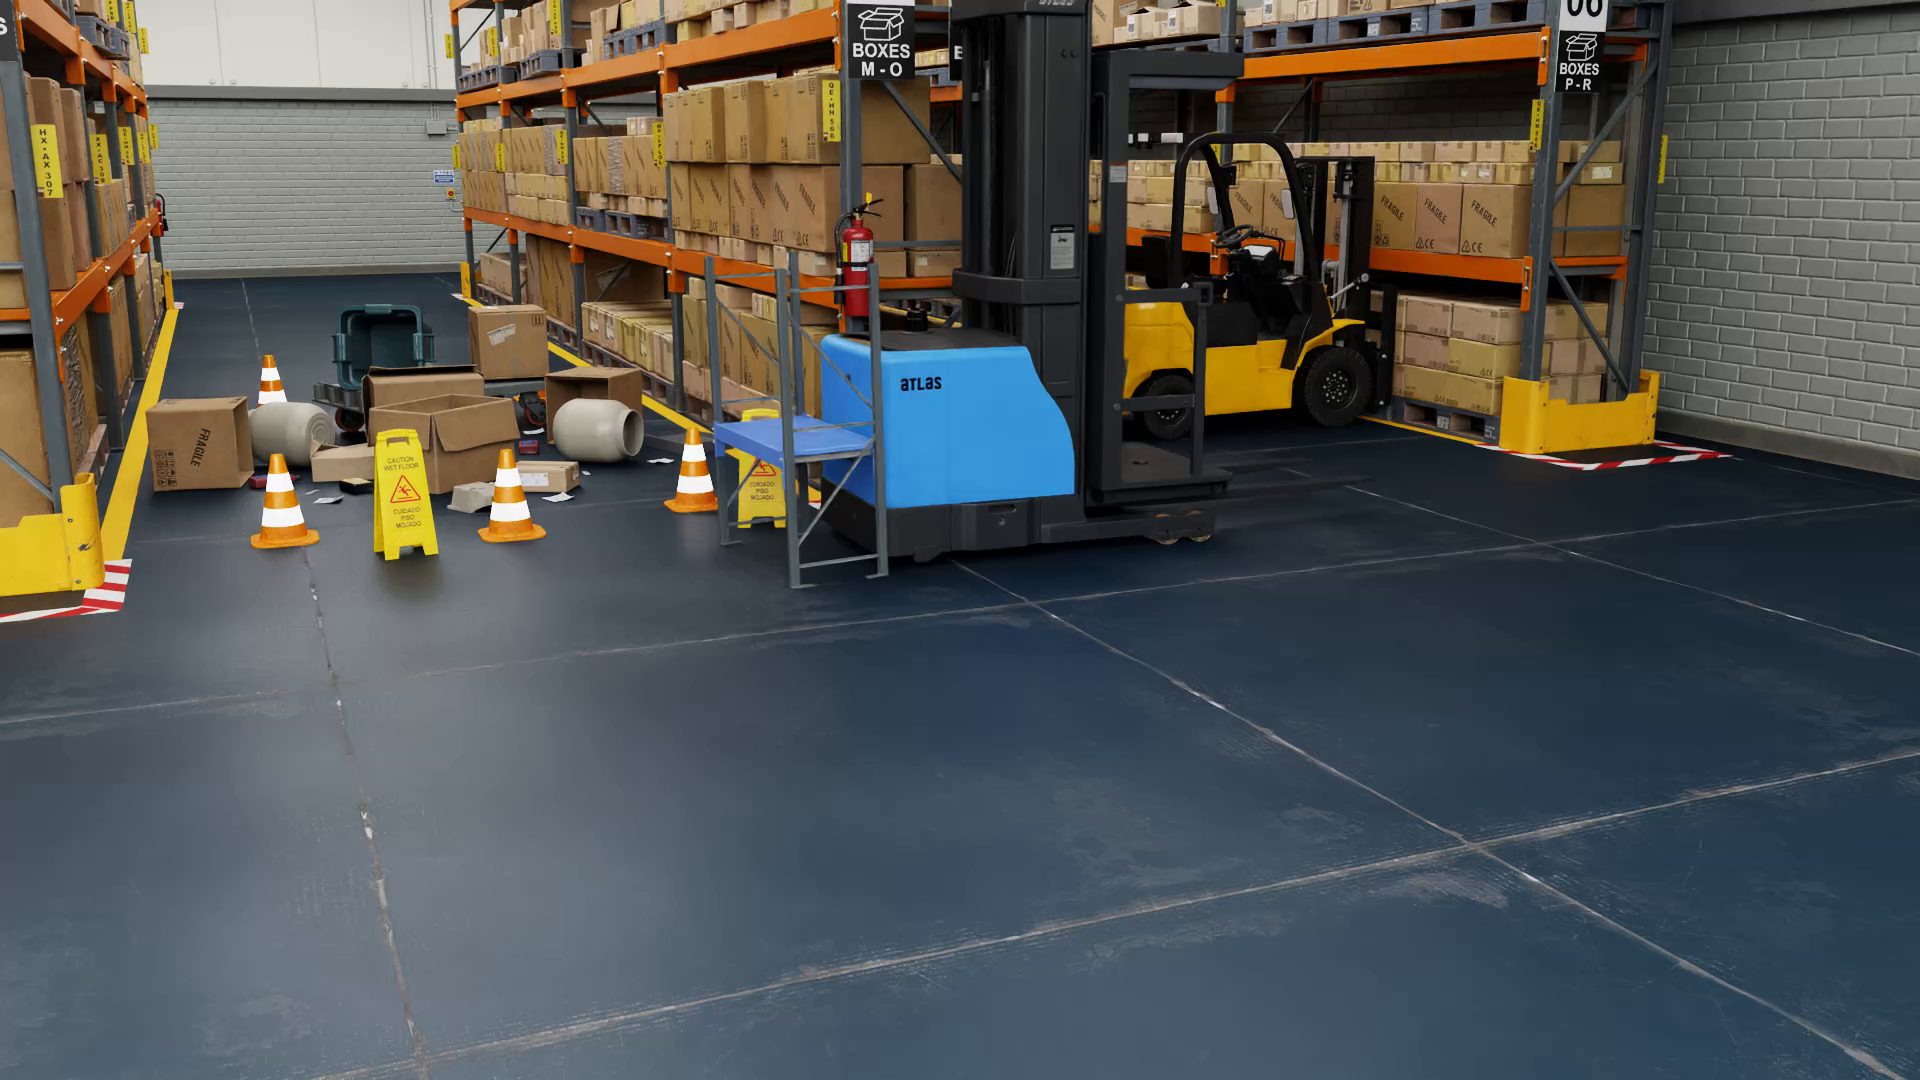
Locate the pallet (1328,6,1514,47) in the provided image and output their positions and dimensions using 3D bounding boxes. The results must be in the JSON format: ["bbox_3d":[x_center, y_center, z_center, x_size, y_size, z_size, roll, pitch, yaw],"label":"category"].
[{"bbox_3d":[3.605,-3.958,12.862,1.003,0.211,1.213,-6,14,-23],"label":"pallet"}]

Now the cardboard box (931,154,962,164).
[{"bbox_3d":[0.061,-4.482,20.430,0.700,0.500,0.500,-6,14,-23],"label":"cardboard box"}]

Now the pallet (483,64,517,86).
[{"bbox_3d":[-5.315,-5.757,20.636,1.003,0.211,1.213,-6,14,-23],"label":"pallet"}]

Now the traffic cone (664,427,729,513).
[{"bbox_3d":[-1.544,-0.426,9.684,0.336,0.463,0.334,-6,14,-23],"label":"traffic cone"}]

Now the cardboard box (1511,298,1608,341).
[{"bbox_3d":[4.338,-1.607,12.111,0.500,0.250,0.500,-6,14,-24],"label":"cardboard box"}]

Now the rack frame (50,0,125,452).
[{"bbox_3d":[-6.287,-2.048,11.066,1.000,3.000,0.127,-6,14,-23],"label":"rack frame"}]

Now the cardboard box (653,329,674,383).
[{"bbox_3d":[-2.004,-1.549,13.805,0.950,0.372,0.625,-5,14,-22],"label":"cardboard box"}]

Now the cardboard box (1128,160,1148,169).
[{"bbox_3d":[1.698,-3.689,16.498,0.380,0.149,0.250,-6,14,-24],"label":"cardboard box"}]

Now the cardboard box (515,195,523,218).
[{"bbox_3d":[-4.853,-3.874,19.289,0.500,0.250,0.500,-6,14,-24],"label":"cardboard box"}]

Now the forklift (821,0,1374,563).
[{"bbox_3d":[0.816,-1.505,8.872,3.031,2.935,1.130,-5,14,-21],"label":"forklift"}]

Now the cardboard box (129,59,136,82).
[{"bbox_3d":[-9.435,-5.209,18.403,0.500,0.250,0.500,-5,14,-20],"label":"cardboard box"}]

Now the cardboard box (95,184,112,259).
[{"bbox_3d":[-6.251,-2.230,11.630,0.500,0.500,0.500,-5,14,-22],"label":"cardboard box"}]

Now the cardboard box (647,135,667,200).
[{"bbox_3d":[-2.187,-2.989,13.319,0.500,0.500,0.500,-6,14,-24],"label":"cardboard box"}]

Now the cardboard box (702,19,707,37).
[{"bbox_3d":[-1.638,-3.668,11.971,0.380,0.149,0.250,-6,14,-23],"label":"cardboard box"}]

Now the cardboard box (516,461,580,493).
[{"bbox_3d":[-2.565,-0.389,10.220,0.380,0.149,0.250,1,13,6],"label":"cardboard box"}]

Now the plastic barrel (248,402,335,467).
[{"bbox_3d":[-4.427,-0.697,10.943,0.512,0.421,0.421,4,14,16],"label":"plastic barrel"}]

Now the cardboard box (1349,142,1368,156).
[{"bbox_3d":[3.315,-3.073,13.176,0.380,0.149,0.250,-6,14,-23],"label":"cardboard box"}]

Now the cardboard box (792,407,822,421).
[{"bbox_3d":[-0.770,-0.702,10.418,0.500,0.250,0.500,-6,14,-23],"label":"cardboard box"}]

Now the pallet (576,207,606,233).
[{"bbox_3d":[-3.011,-3.111,16.086,1.213,0.211,1.003,-6,14,-23],"label":"pallet"}]

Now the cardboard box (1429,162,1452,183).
[{"bbox_3d":[3.695,-2.711,12.272,0.380,0.149,0.250,-6,14,-23],"label":"cardboard box"}]

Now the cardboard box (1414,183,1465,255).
[{"bbox_3d":[3.720,-2.373,12.250,0.500,0.500,0.500,-5,14,-21],"label":"cardboard box"}]

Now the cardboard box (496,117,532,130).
[{"bbox_3d":[-5.411,-5.056,20.183,0.380,0.149,0.250,-6,14,-24],"label":"cardboard box"}]

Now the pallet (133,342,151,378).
[{"bbox_3d":[-8.201,-1.677,15.650,1.003,0.211,1.213,-6,14,-23],"label":"pallet"}]

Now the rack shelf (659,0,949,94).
[{"bbox_3d":[-0.991,-3.214,11.046,1.077,0.370,4.000,-6,14,-23],"label":"rack shelf"}]

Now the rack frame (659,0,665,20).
[{"bbox_3d":[-1.792,-5.439,12.412,1.000,3.000,0.127,-6,14,-23],"label":"rack frame"}]

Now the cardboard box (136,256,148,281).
[{"bbox_3d":[-8.768,-2.815,17.327,0.500,0.250,0.500,-5,14,-20],"label":"cardboard box"}]

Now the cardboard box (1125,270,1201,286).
[{"bbox_3d":[1.929,-2.436,17.077,0.875,0.625,0.625,-6,14,-25],"label":"cardboard box"}]

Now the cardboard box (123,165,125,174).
[{"bbox_3d":[-8.942,-3.899,17.369,0.380,0.149,0.250,-6,14,-25],"label":"cardboard box"}]

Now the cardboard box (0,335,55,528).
[{"bbox_3d":[-5.017,-0.525,8.267,0.875,0.875,0.875,-6,14,-23],"label":"cardboard box"}]

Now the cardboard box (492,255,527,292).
[{"bbox_3d":[-5.868,-3.636,22.678,0.875,0.438,0.875,-5,14,-21],"label":"cardboard box"}]

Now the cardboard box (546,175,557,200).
[{"bbox_3d":[-4.030,-3.696,17.409,0.500,0.250,0.500,-6,14,-24],"label":"cardboard box"}]

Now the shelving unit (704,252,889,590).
[{"bbox_3d":[-0.822,-0.630,8.242,0.538,1.500,1.048,-8,15,-26],"label":"shelving unit"}]

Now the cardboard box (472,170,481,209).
[{"bbox_3d":[-6.254,-4.710,22.347,0.500,0.500,0.500,-6,14,-23],"label":"cardboard box"}]

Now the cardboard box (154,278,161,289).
[{"bbox_3d":[-10.192,-3.192,20.739,0.380,0.149,0.250,-5,14,-22],"label":"cardboard box"}]

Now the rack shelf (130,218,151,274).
[{"bbox_3d":[-8.690,-2.937,16.504,1.077,0.370,4.000,-6,14,-23],"label":"rack shelf"}]

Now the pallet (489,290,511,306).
[{"bbox_3d":[-5.722,-3.227,22.344,1.003,0.211,1.213,-6,14,-23],"label":"pallet"}]

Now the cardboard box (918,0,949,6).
[{"bbox_3d":[-0.025,-3.126,9.631,0.380,0.149,0.250,-6,14,-23],"label":"cardboard box"}]

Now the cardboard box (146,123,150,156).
[{"bbox_3d":[-10.683,-5.136,21.309,0.500,0.500,0.500,-6,14,-24],"label":"cardboard box"}]

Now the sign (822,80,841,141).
[{"bbox_3d":[-0.706,-2.362,9.153,0.100,0.325,0.005,-6,14,-23],"label":"sign"}]

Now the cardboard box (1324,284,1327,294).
[{"bbox_3d":[3.066,-1.981,13.724,0.500,0.250,0.500,-5,14,-21],"label":"cardboard box"}]

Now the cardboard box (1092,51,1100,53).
[{"bbox_3d":[1.219,-5.383,17.450,0.500,0.500,0.500,-5,14,-22],"label":"cardboard box"}]

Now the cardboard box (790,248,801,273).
[{"bbox_3d":[-0.822,-1.722,10.216,0.380,0.149,0.250,-6,14,-24],"label":"cardboard box"}]

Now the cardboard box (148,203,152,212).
[{"bbox_3d":[-10.401,-4.207,20.953,0.380,0.149,0.250,-5,14,-21],"label":"cardboard box"}]

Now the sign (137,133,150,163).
[{"bbox_3d":[-8.984,-4.316,18.297,0.100,0.325,0.005,-6,14,-23],"label":"sign"}]

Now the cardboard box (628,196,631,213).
[{"bbox_3d":[-2.646,-2.892,14.337,0.380,0.149,0.250,-6,14,-23],"label":"cardboard box"}]

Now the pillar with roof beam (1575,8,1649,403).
[{"bbox_3d":[0.959,-4.898,10.075,9.100,9.000,0.400,-6,14,-23],"label":"pillar with roof beam"}]

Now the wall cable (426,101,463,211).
[{"bbox_3d":[-8.879,-6.668,28.707,0.585,1.953,0.123,-6,14,-23],"label":"wall cable"}]

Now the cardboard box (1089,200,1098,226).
[{"bbox_3d":[1.516,-3.395,17.217,0.500,0.250,0.500,-6,14,-25],"label":"cardboard box"}]

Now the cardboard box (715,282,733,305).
[{"bbox_3d":[-1.600,-1.779,11.968,0.380,0.149,0.250,-5,14,-21],"label":"cardboard box"}]

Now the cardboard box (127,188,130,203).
[{"bbox_3d":[-9.046,-3.665,17.680,0.380,0.149,0.250,-6,14,-23],"label":"cardboard box"}]

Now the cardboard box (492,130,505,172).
[{"bbox_3d":[-5.439,-4.777,20.419,0.500,0.500,0.500,-6,14,-23],"label":"cardboard box"}]

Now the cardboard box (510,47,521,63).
[{"bbox_3d":[-4.810,-5.428,18.604,0.380,0.166,0.250,-7,15,-27],"label":"cardboard box"}]
